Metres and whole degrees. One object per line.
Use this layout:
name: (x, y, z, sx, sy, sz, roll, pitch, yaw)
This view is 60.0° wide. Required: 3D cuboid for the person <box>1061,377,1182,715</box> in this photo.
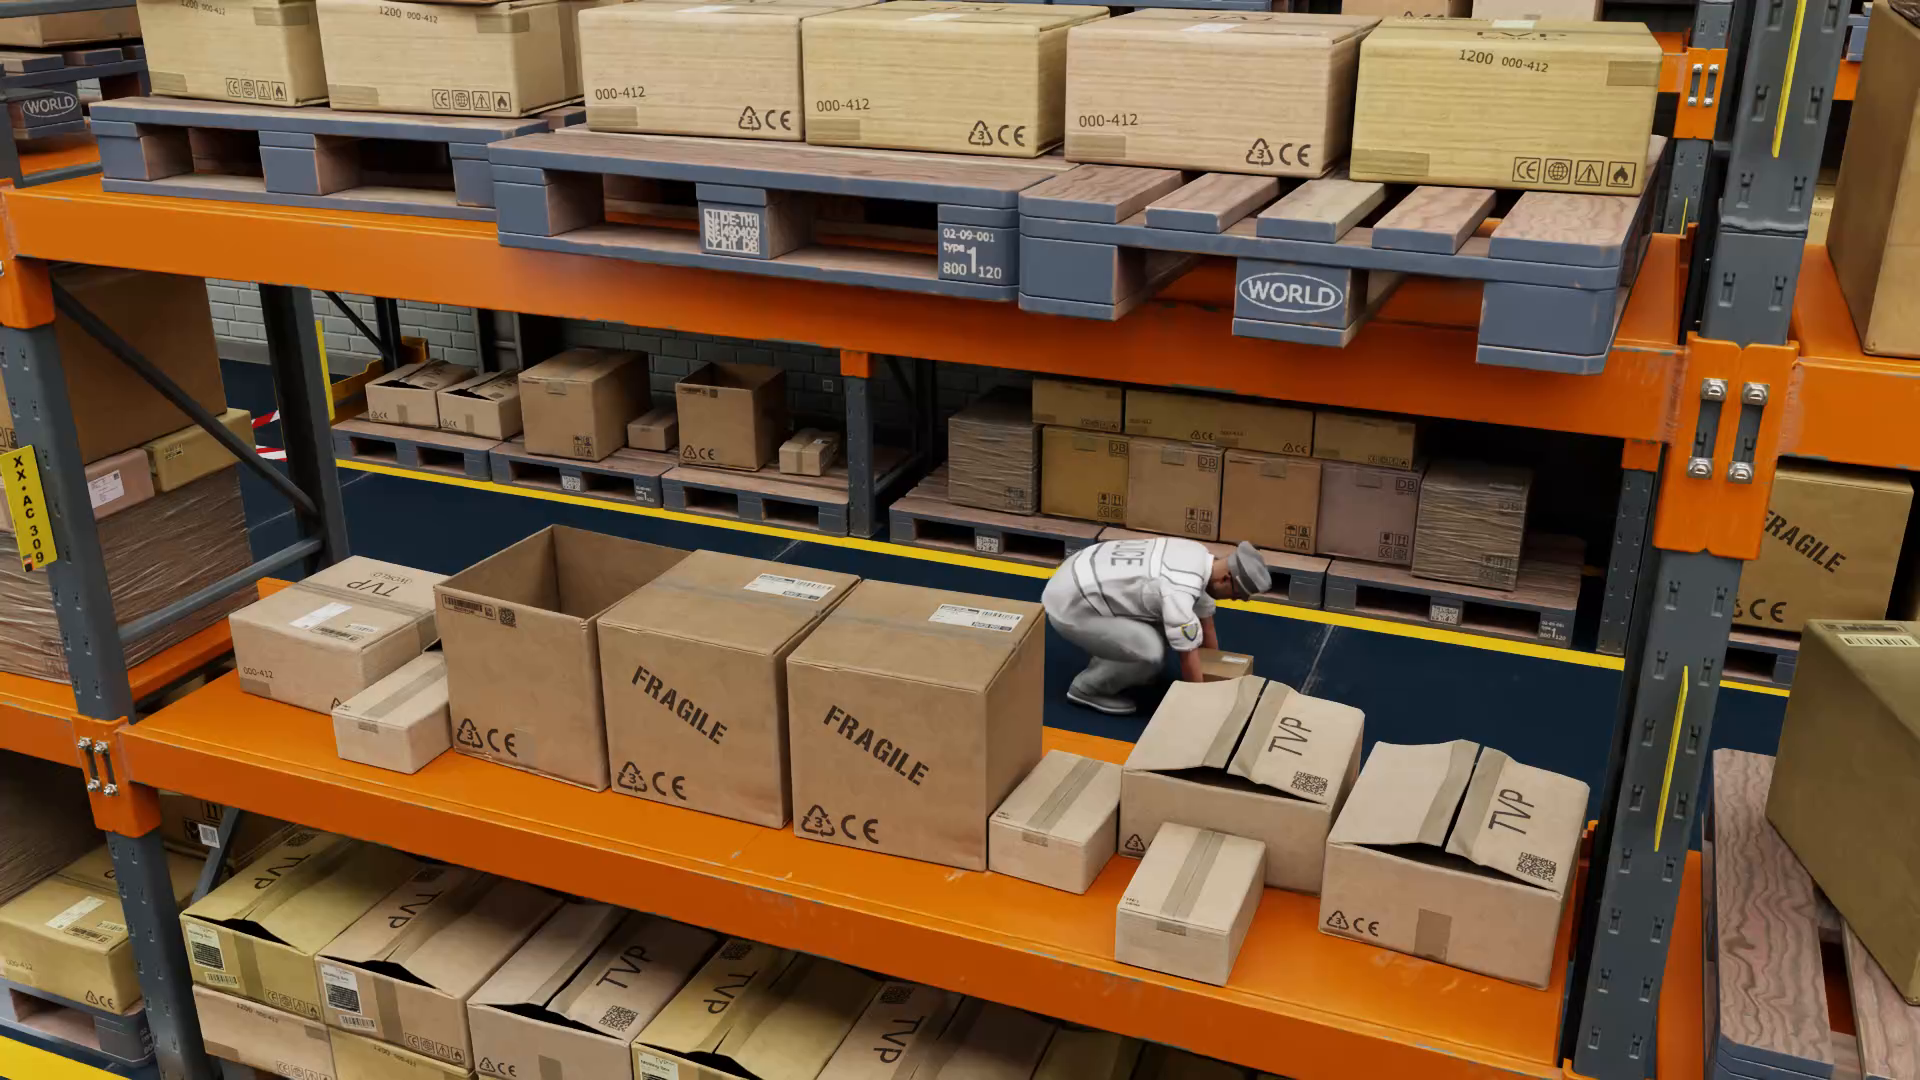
person: (0.740, -0.117, 7.343, 0.573, 1.768, 0.493, 9, 24, 20)
